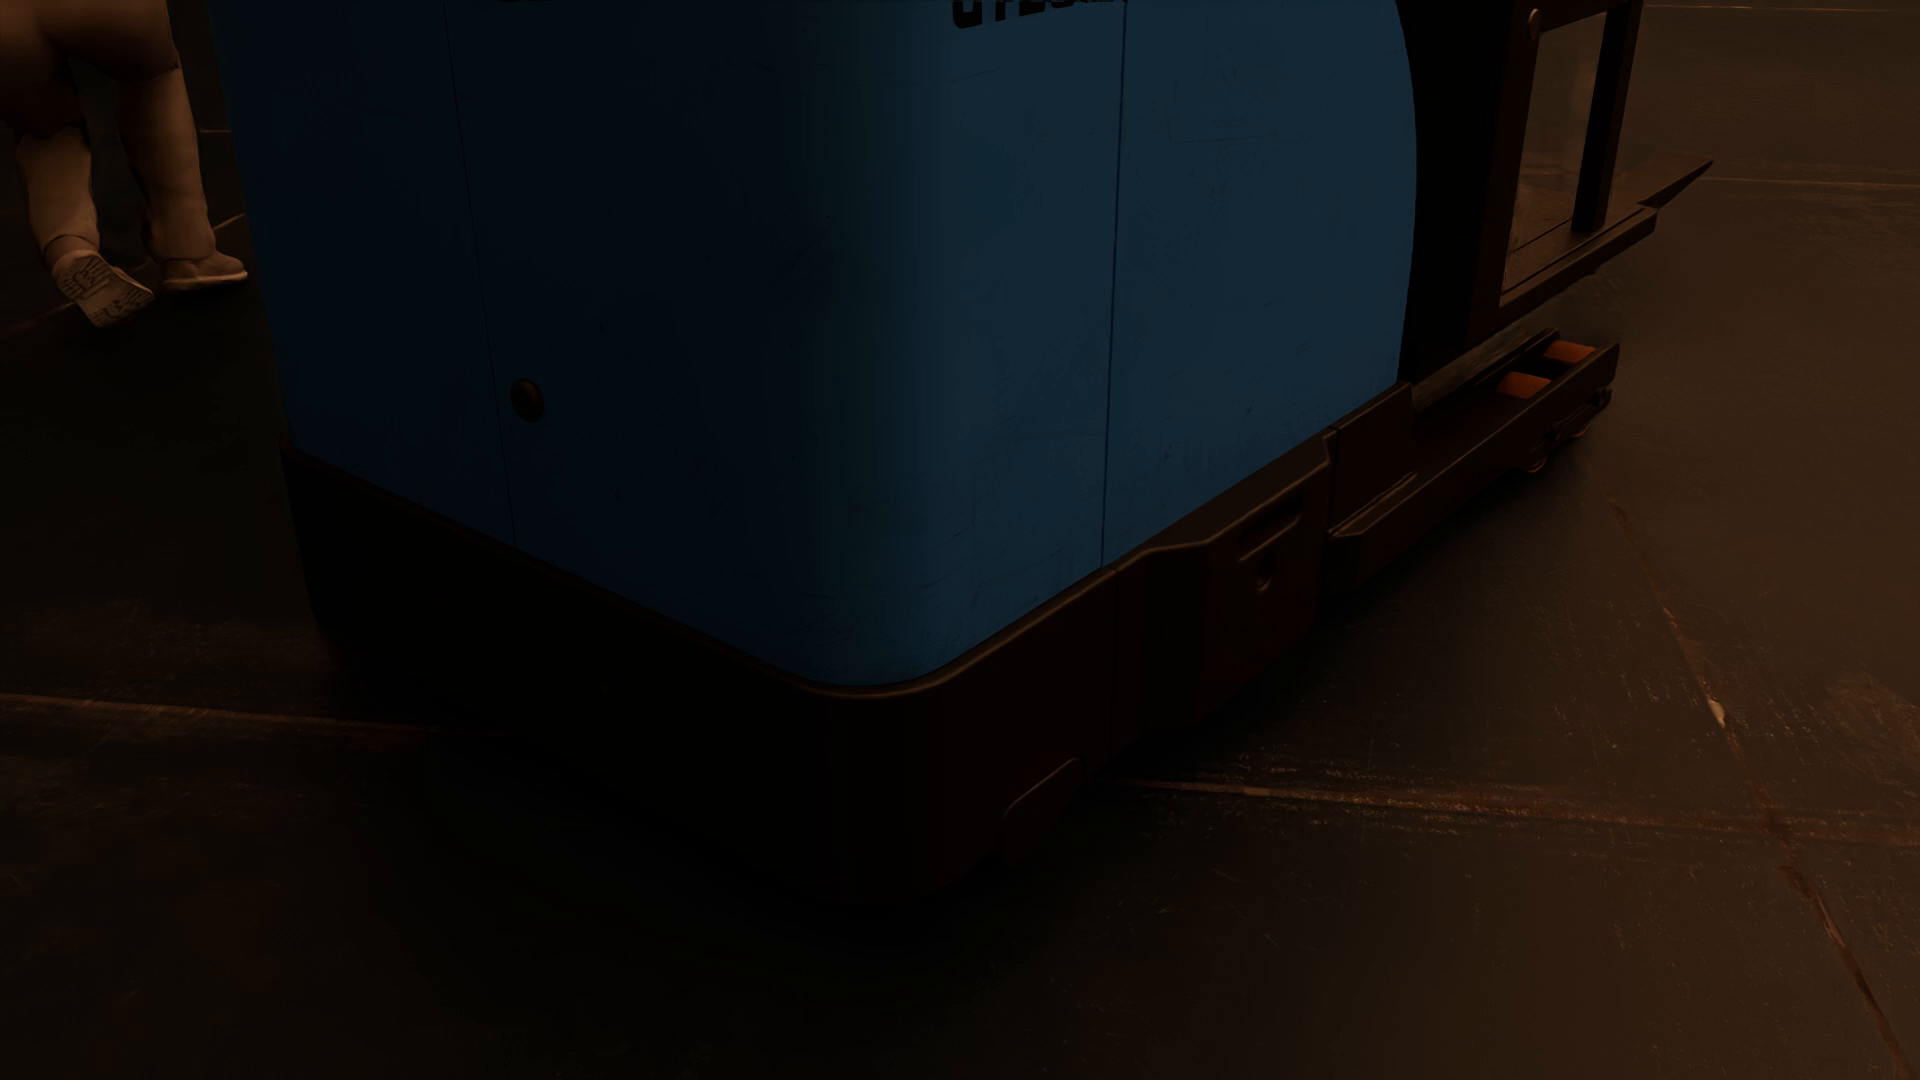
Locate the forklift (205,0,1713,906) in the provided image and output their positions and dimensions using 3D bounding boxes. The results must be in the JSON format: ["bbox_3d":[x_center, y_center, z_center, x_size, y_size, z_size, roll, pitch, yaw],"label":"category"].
[{"bbox_3d":[0.472,-1.543,2.309,1.130,2.935,3.031,20,33,34],"label":"forklift"}]

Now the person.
[{"bbox_3d":[-1.669,-1.153,3.266,0.690,1.396,0.972,-6,27,-11],"label":"person"}]
